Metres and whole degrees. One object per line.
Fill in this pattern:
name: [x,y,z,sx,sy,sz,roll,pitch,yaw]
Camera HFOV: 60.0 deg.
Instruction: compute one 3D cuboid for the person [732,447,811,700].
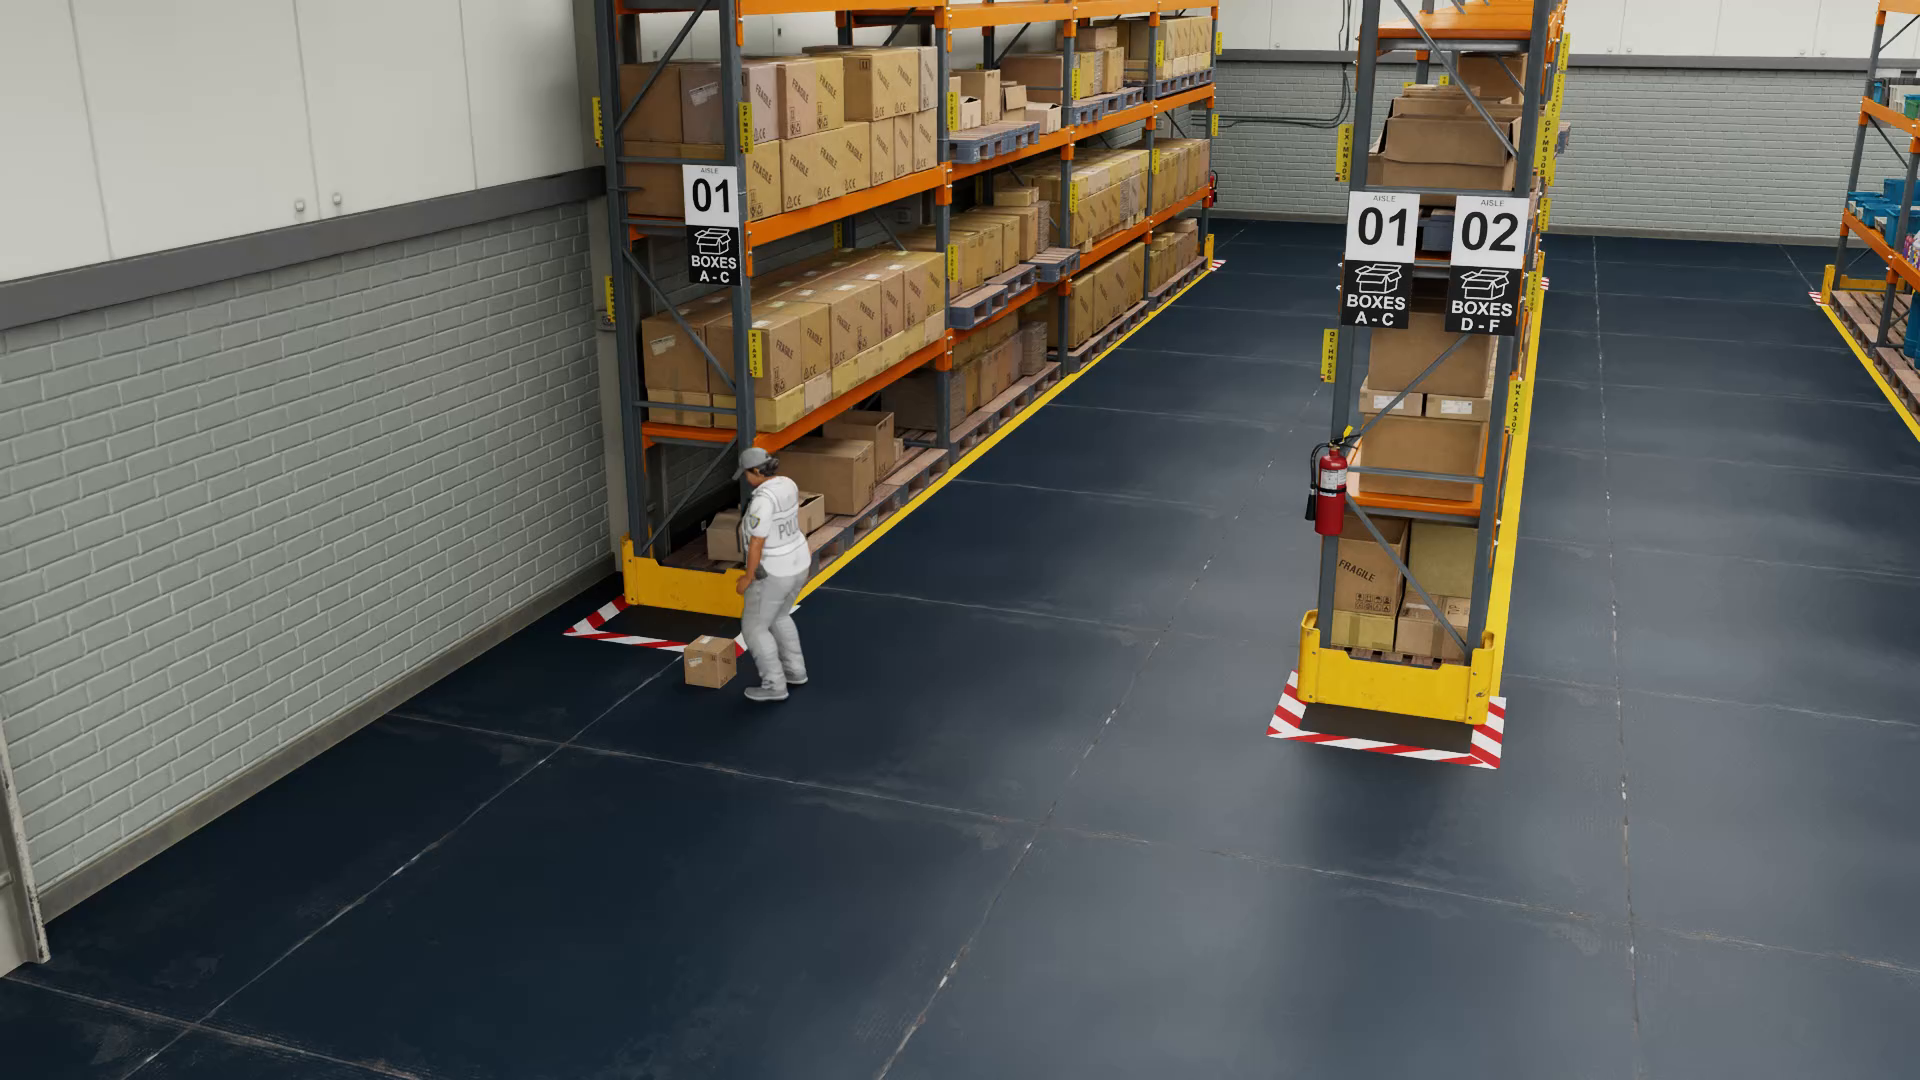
person: [-1.197,0.210,10.509,0.452,1.633,0.489,7,20,19]
